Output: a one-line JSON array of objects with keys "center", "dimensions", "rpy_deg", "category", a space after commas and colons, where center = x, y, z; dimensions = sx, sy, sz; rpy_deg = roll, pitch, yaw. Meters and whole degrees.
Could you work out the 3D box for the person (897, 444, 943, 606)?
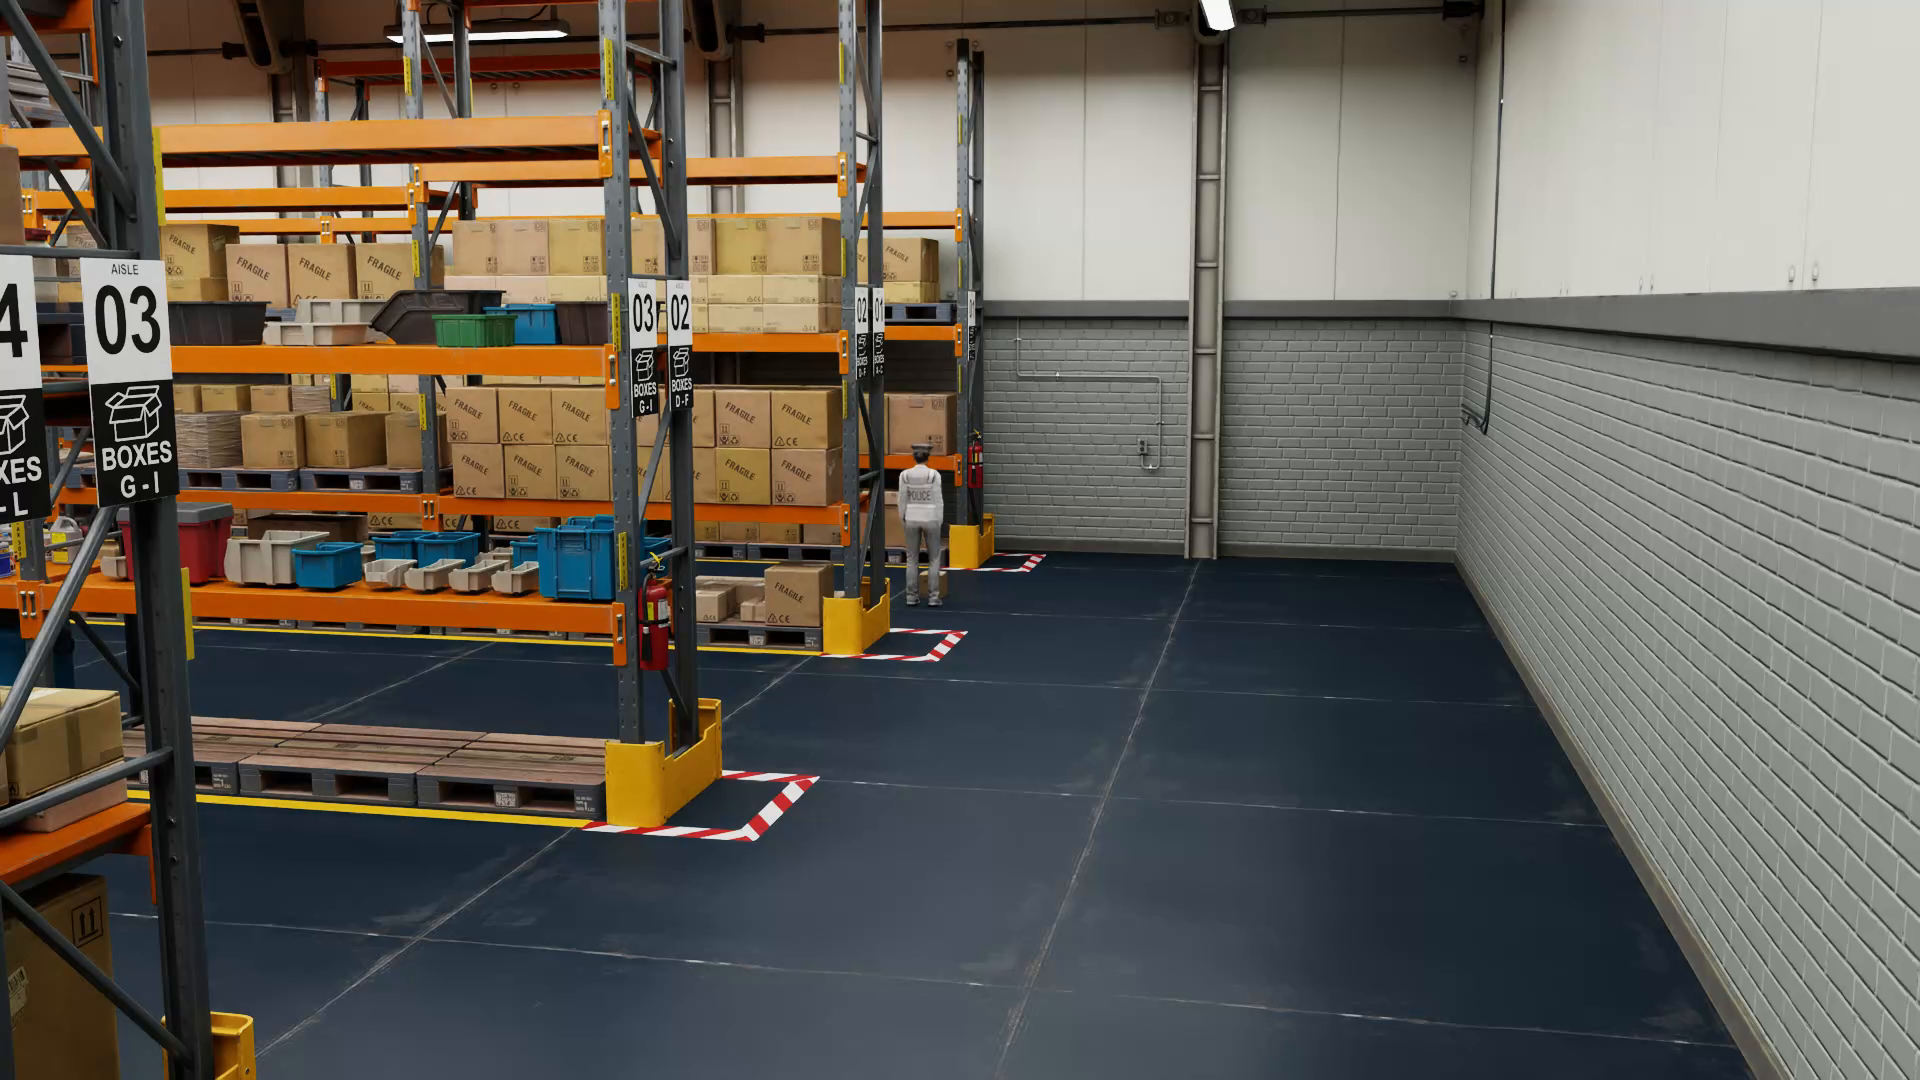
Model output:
[{"center": [-0.399, -0.153, 16.962], "dimensions": [0.479, 1.658, 0.352], "rpy_deg": [2, 8, 12], "category": "person"}]
